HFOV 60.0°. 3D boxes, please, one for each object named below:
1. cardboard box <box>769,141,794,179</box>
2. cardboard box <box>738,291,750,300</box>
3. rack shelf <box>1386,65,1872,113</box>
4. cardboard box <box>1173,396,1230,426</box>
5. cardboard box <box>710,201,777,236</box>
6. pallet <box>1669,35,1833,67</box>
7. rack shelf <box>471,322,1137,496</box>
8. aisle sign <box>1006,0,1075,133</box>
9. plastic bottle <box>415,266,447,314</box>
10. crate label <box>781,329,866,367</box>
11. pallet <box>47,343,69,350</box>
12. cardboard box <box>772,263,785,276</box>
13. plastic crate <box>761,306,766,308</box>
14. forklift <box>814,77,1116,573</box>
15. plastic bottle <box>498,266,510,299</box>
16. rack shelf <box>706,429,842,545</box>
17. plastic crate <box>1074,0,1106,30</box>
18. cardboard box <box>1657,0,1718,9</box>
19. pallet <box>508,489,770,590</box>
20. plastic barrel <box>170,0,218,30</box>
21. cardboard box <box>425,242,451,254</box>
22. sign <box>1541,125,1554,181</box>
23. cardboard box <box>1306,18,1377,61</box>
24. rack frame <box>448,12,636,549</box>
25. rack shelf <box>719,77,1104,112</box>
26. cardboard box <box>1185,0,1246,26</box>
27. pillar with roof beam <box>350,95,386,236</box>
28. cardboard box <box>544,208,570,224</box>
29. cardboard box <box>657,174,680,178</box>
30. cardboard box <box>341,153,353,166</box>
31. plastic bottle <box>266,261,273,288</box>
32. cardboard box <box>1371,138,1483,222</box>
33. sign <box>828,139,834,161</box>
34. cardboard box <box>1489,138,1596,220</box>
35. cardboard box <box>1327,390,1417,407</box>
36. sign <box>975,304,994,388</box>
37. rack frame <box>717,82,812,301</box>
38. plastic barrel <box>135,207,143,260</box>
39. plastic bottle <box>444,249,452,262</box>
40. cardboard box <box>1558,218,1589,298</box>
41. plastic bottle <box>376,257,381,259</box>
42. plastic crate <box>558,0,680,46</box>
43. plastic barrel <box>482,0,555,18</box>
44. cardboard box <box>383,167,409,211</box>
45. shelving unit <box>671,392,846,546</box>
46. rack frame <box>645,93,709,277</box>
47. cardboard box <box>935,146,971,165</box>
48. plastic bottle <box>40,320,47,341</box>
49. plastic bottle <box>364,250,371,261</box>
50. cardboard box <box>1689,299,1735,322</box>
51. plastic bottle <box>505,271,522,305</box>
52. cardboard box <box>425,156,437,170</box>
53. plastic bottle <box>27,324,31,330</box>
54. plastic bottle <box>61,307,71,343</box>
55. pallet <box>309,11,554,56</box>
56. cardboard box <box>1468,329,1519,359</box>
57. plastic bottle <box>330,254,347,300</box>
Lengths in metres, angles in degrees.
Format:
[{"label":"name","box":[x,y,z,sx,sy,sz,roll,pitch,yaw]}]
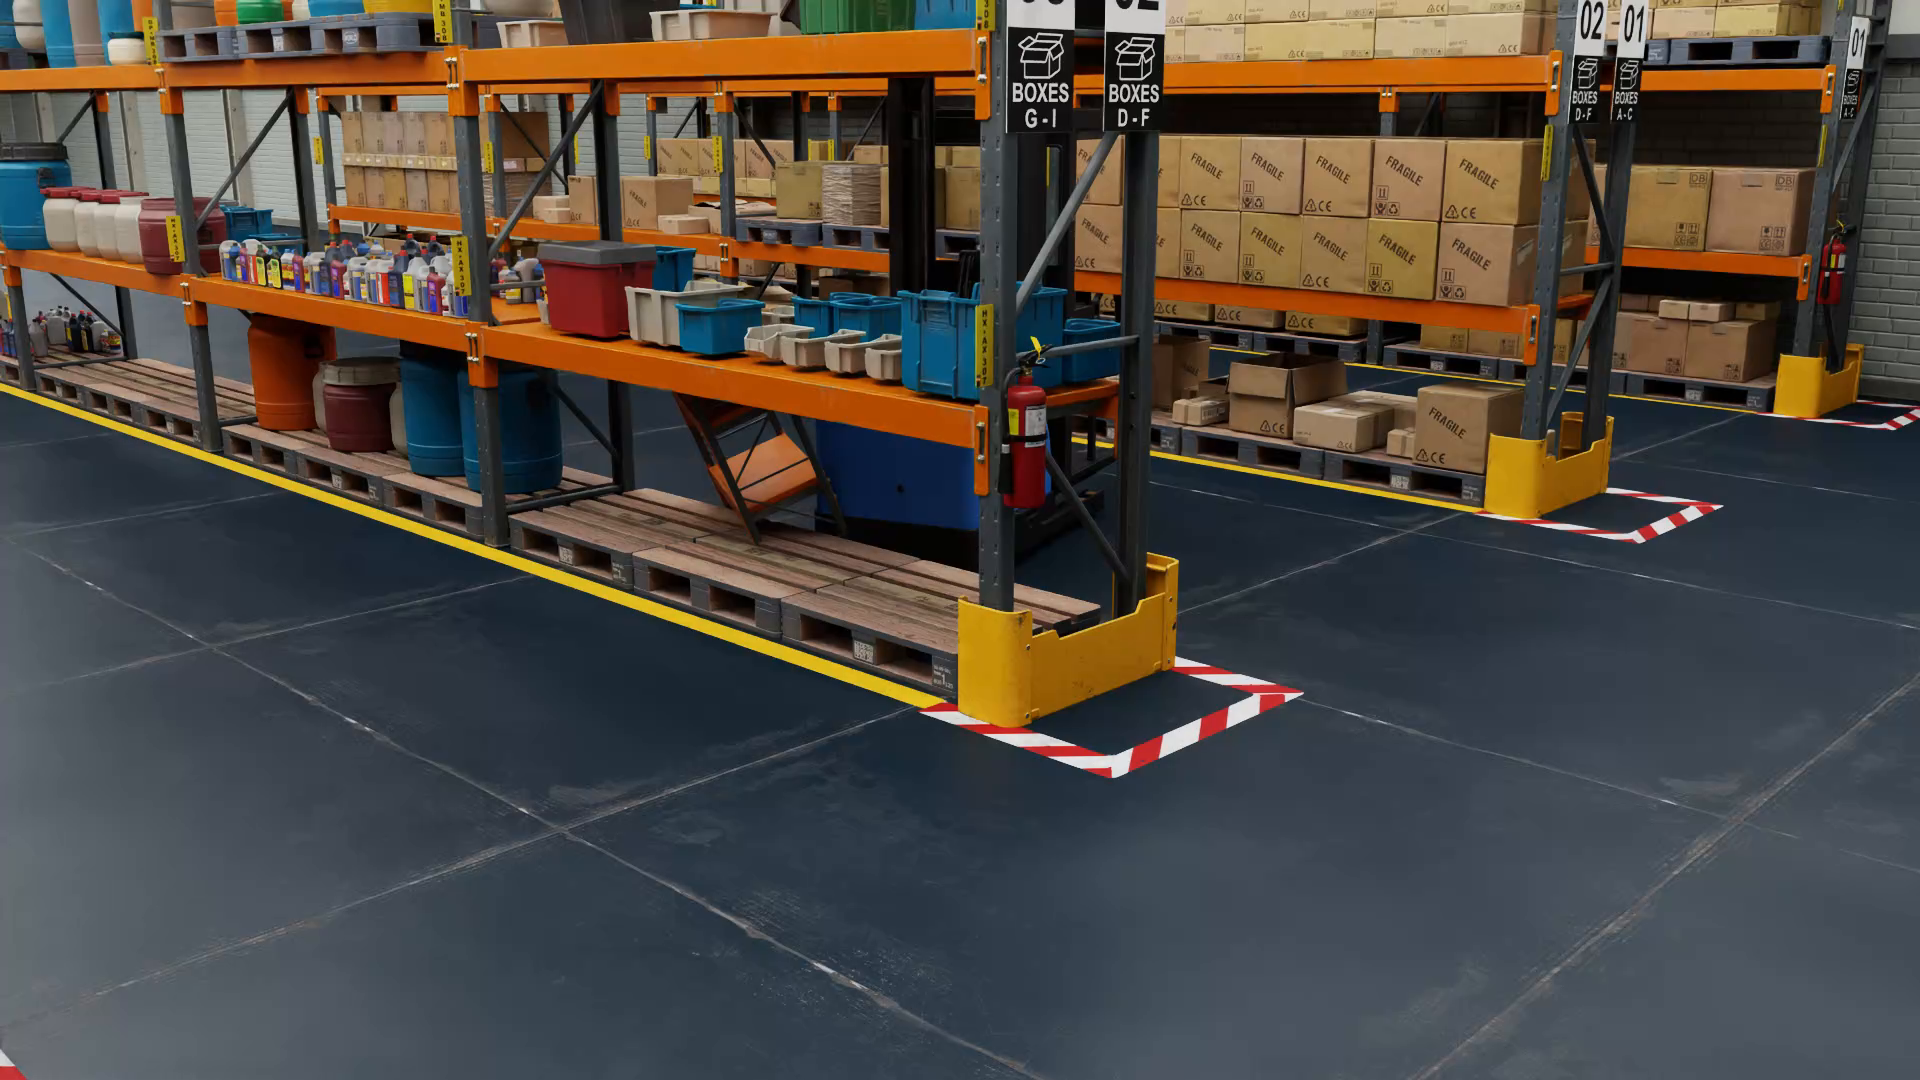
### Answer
[{"label":"cardboard box","box":[-2.212,-5.110,22.363,0.500,0.500,0.500,14,20,42]},{"label":"cardboard box","box":[-2.398,-2.288,16.272,0.500,0.311,0.500,-14,20,-43]},{"label":"rack shelf","box":[5.905,-4.050,15.004,4.000,0.370,1.077,14,20,42]},{"label":"cardboard box","box":[1.811,-0.976,12.477,0.250,0.166,0.380,14,20,42]},{"label":"cardboard box","box":[-2.082,-3.125,16.154,0.500,0.311,0.500,-13,19,-41]},{"label":"pallet","box":[6.803,-4.133,14.072,1.213,0.211,1.003,14,20,42]},{"label":"rack shelf","box":[-0.972,-0.800,8.481,4.000,0.370,1.077,14,20,42]},{"label":"aisle sign","box":[0.316,-1.991,6.467,0.004,0.787,0.394,14,20,42]},{"label":"plastic bottle","box":[-3.183,-1.513,10.034,0.135,0.276,0.152,14,20,42]},{"label":"crate label","box":[-0.661,-0.907,7.869,0.243,0.136,0.396,14,20,42]},{"label":"pallet","box":[-9.508,-1.888,16.758,1.213,0.211,1.003,14,20,42]},{"label":"cardboard box","box":[-2.432,-3.814,23.400,0.250,0.149,0.380,12,19,38]},{"label":"plastic crate","box":[-1.419,-1.247,9.196,0.590,0.125,0.437,14,20,42]},{"label":"forklift","box":[0.263,-1.561,10.109,1.130,2.935,3.031,7,16,24]},{"label":"plastic bottle","box":[-2.948,-1.676,10.808,0.097,0.201,0.097,0,15,0]},{"label":"rack shelf","box":[-1.083,-0.293,9.548,0.538,0.278,1.000,-26,24,-10]},{"label":"plastic crate","box":[0.384,-2.305,7.138,0.590,0.269,0.497,14,20,42]},{"label":"cardboard box","box":[6.276,-4.758,14.074,0.500,0.500,0.500,-14,20,-43]},{"label":"pallet","box":[-1.855,-0.027,9.618,1.213,0.211,1.003,14,20,42]},{"label":"plastic barrel","box":[-5.732,-4.076,12.682,0.600,0.901,0.600,0,15,0]},{"label":"cardboard box","box":[-5.930,-3.250,19.591,0.500,0.500,0.500,14,20,42]},{"label":"sign","box":[3.509,-2.313,9.936,0.005,0.325,0.100,14,20,42]},{"label":"cardboard box","box":[2.635,-3.292,10.967,0.500,0.250,0.500,14,20,42]},{"label":"rack frame","box":[-2.411,-1.498,9.733,0.127,3.000,1.000,14,20,42]},{"label":"rack shelf","box":[-0.410,-3.850,14.237,4.000,0.370,1.077,14,20,42]},{"label":"cardboard box","box":[1.920,-3.711,11.581,0.500,0.250,0.500,14,20,42]},{"label":"pillar with roof beam","box":[-14.696,-9.653,29.132,0.400,9.000,9.100,14,20,42]},{"label":"cardboard box","box":[-4.234,-3.483,17.849,0.250,0.149,0.380,14,20,42]},{"label":"cardboard box","box":[-4.043,-5.191,24.162,0.500,0.250,0.500,13,19,41]},{"label":"cardboard box","box":[-7.476,-4.751,20.734,0.250,0.149,0.380,13,20,42]},{"label":"plastic bottle","box":[-4.710,-1.838,11.432,0.097,0.201,0.097,0,15,0]},{"label":"cardboard box","box":[3.033,-2.345,10.802,0.500,0.500,0.500,-14,20,-43]},{"label":"sign","box":[-1.665,-5.016,21.516,0.005,0.325,0.100,14,20,42]},{"label":"cardboard box","box":[3.772,-2.354,10.838,0.500,0.500,0.500,-14,20,-42]},{"label":"cardboard box","box":[2.994,-0.901,12.021,0.500,0.250,0.500,14,20,42]},{"label":"sign","box":[0.098,-0.775,6.632,0.005,0.325,0.100,14,20,42]},{"label":"rack frame","box":[-1.850,-3.097,15.868,0.127,3.000,1.000,14,20,42]},{"label":"plastic barrel","box":[-6.180,-2.394,12.948,0.421,0.512,0.421,0,15,0]},{"label":"plastic bottle","box":[-3.448,-1.831,11.266,0.097,0.271,0.097,0,15,0]},{"label":"cardboard box","box":[3.772,-1.871,10.964,0.500,0.500,0.500,-14,20,-43]},{"label":"plastic bottle","box":[-3.736,-1.689,10.719,0.097,0.271,0.097,0,15,0]},{"label":"plastic crate","box":[-1.708,-2.619,8.346,0.590,0.269,0.497,14,20,42]},{"label":"plastic barrel","box":[-2.616,-3.356,9.813,0.433,0.535,0.433,0,15,0]},{"label":"cardboard box","box":[-6.547,-4.282,20.220,0.500,0.500,0.700,14,20,43]},{"label":"shelving unit","box":[-1.165,-0.502,9.452,0.538,1.125,1.048,-26,24,-10]},{"label":"rack frame","box":[-4.174,-5.397,24.695,0.127,3.000,1.000,14,20,42]},{"label":"cardboard box","box":[-0.058,-4.654,20.774,0.700,0.500,0.500,-11,18,-37]},{"label":"plastic bottle","box":[-9.234,-2.116,16.782,0.097,0.201,0.097,0,15,0]},{"label":"plastic bottle","box":[-4.257,-1.994,12.029,0.097,0.201,0.097,0,15,0]},{"label":"cardboard box","box":[6.552,-1.998,14.488,0.250,0.149,0.380,13,20,42]},{"label":"plastic bottle","box":[-2.817,-1.590,10.481,0.097,0.201,0.097,0,15,0]},{"label":"cardboard box","box":[-5.987,-4.390,19.348,0.380,0.149,0.250,-14,20,-43]},{"label":"plastic bottle","box":[-8.888,-1.919,15.876,0.135,0.276,0.152,14,20,42]},{"label":"plastic bottle","box":[-8.905,-2.153,16.629,0.185,0.351,0.144,13,20,42]},{"label":"pallet","box":[-3.044,-2.978,9.838,1.003,0.211,1.213,14,20,42]},{"label":"cardboard box","box":[5.292,-2.052,15.984,0.500,0.500,0.700,13,20,42]},{"label":"plastic bottle","box":[-4.008,-1.701,10.742,0.133,0.283,0.061,14,20,42]}]
